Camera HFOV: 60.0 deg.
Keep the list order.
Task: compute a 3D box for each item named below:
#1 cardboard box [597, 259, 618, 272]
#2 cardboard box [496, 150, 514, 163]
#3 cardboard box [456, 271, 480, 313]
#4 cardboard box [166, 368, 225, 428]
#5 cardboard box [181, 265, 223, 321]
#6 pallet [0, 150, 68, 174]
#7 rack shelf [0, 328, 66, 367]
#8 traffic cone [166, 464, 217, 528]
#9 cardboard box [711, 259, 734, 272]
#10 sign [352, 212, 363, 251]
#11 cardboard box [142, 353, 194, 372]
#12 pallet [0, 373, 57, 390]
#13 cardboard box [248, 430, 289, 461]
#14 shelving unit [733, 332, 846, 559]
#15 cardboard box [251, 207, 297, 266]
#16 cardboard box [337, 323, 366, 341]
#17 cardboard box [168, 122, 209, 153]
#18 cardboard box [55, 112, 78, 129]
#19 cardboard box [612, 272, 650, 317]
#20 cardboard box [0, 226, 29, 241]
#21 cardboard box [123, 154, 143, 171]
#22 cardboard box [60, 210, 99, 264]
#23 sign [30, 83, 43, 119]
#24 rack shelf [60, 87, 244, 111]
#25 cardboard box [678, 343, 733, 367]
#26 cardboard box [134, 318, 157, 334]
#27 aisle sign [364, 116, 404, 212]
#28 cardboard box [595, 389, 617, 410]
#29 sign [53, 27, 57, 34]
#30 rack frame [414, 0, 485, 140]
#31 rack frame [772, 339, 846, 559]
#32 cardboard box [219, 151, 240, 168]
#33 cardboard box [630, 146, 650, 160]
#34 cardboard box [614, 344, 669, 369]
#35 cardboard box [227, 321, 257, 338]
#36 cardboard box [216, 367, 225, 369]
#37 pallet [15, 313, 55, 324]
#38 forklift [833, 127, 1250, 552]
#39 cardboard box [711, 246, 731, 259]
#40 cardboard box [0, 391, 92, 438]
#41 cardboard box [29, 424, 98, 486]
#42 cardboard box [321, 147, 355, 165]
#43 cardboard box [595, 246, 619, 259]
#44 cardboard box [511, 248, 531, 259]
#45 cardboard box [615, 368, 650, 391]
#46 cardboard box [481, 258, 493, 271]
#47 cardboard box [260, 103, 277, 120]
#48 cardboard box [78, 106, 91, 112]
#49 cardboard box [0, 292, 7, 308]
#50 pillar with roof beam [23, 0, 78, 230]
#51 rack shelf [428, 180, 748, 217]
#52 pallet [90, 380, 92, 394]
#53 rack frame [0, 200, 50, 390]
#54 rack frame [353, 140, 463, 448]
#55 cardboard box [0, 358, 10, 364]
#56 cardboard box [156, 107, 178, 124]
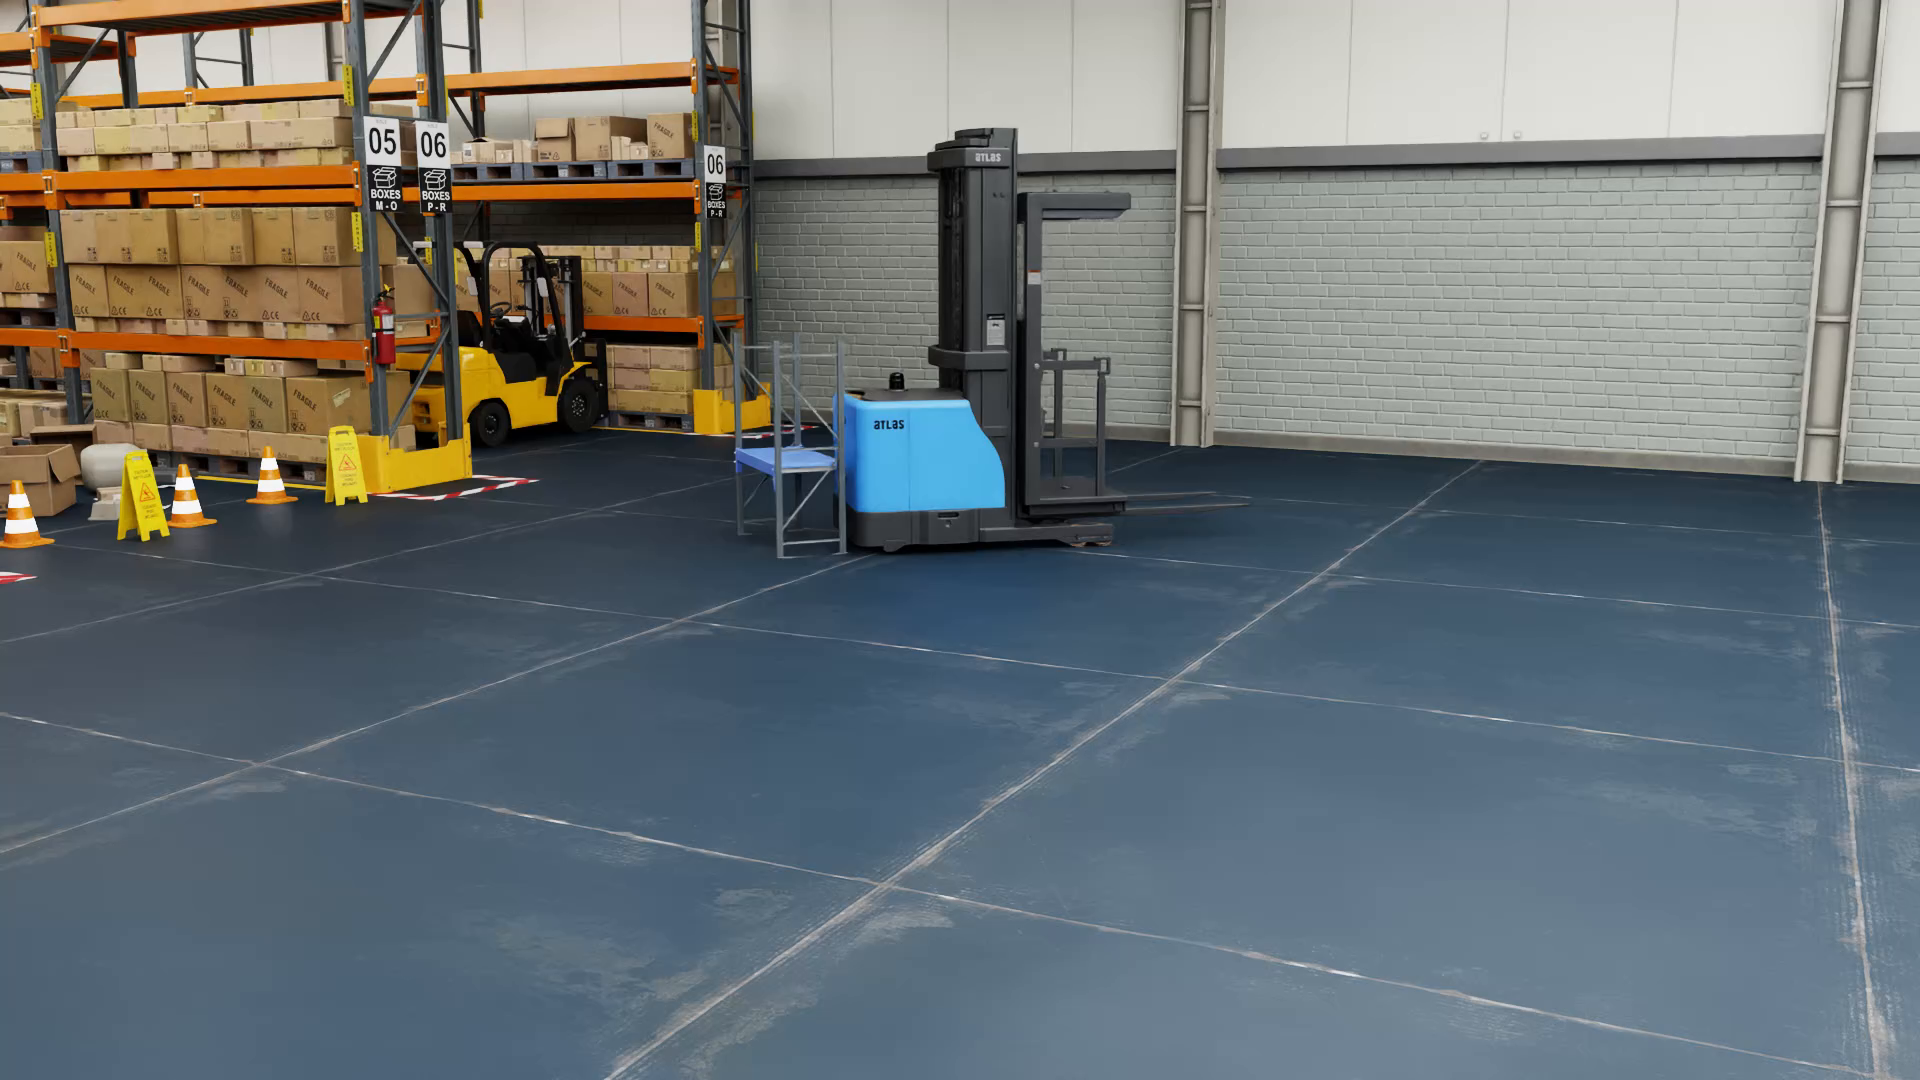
[{"bbox_3d":[-4.023,-3.203,19.403,0.250,0.149,0.380,5,11,24],"label":"cardboard box"},{"bbox_3d":[-5.292,-4.551,19.773,0.250,0.149,0.380,5,12,28],"label":"cardboard box"},{"bbox_3d":[-5.967,-3.059,20.430,0.500,0.500,0.500,5,11,24],"label":"cardboard box"},{"bbox_3d":[-7.084,-1.345,15.676,0.500,0.500,0.500,6,12,29],"label":"cardboard box"},{"bbox_3d":[-6.805,-2.296,15.377,0.500,0.500,0.500,5,11,26],"label":"cardboard box"},{"bbox_3d":[-8.949,-3.743,16.593,1.003,0.211,1.213,5,11,26],"label":"pallet"},{"bbox_3d":[-10.236,-2.097,17.416,4.000,0.370,1.077,5,11,26],"label":"rack shelf"},{"bbox_3d":[-5.998,-0.354,12.886,0.334,0.463,0.336,5,11,26],"label":"traffic cone"},{"bbox_3d":[-2.852,-3.208,19.431,0.250,0.149,0.380,5,11,24],"label":"cardboard box"},{"bbox_3d":[-5.119,-2.617,14.127,0.005,0.325,0.100,5,11,26],"label":"sign"},{"bbox_3d":[-7.486,-1.686,15.739,0.250,0.149,0.380,6,12,28],"label":"cardboard box"},{"bbox_3d":[-14.039,-2.399,24.894,1.213,0.211,1.003,5,11,26],"label":"pallet"},{"bbox_3d":[-6.161,-0.895,15.294,0.500,0.250,0.500,5,11,26],"label":"cardboard box"},{"bbox_3d":[-1.232,-0.707,11.925,0.538,1.500,1.048,-4,11,-22],"label":"shelving unit"},{"bbox_3d":[-5.861,-2.712,14.871,0.500,0.500,0.700,5,11,26],"label":"cardboard box"},{"bbox_3d":[-5.286,-1.850,14.736,0.250,0.149,0.380,5,12,28],"label":"cardboard box"},{"bbox_3d":[-6.805,-3.644,15.104,0.500,0.250,0.500,5,11,26],"label":"cardboard box"},{"bbox_3d":[-8.305,-3.961,15.740,0.250,0.149,0.380,5,11,25],"label":"cardboard box"},{"bbox_3d":[-3.681,-2.860,19.329,0.500,0.500,0.500,5,12,28],"label":"cardboard box"},{"bbox_3d":[-9.580,-3.068,16.640,0.250,0.149,0.380,5,11,24],"label":"cardboard box"},{"bbox_3d":[-7.584,-3.525,15.566,0.250,0.149,0.380,5,12,28],"label":"cardboard box"},{"bbox_3d":[-8.144,-2.912,15.973,0.500,0.500,0.700,5,11,25],"label":"cardboard box"},{"bbox_3d":[-8.685,-4.129,15.641,0.005,0.325,0.100,5,11,26],"label":"sign"},{"bbox_3d":[-11.630,-5.961,23.040,4.000,0.370,1.077,5,11,26],"label":"rack shelf"},{"bbox_3d":[-3.010,-2.185,19.616,0.500,0.250,0.500,5,11,25],"label":"cardboard box"},{"bbox_3d":[-7.595,-2.041,15.792,0.250,0.149,0.380,5,12,28],"label":"cardboard box"},{"bbox_3d":[-4.928,-3.206,14.225,0.004,0.787,0.394,5,11,26],"label":"aisle sign"},{"bbox_3d":[-4.110,-1.693,19.705,0.500,0.250,0.500,5,11,26],"label":"cardboard box"},{"bbox_3d":[-13.184,-7.296,24.206,0.005,0.325,0.100,5,11,26],"label":"sign"},{"bbox_3d":[-6.250,-6.039,20.328,0.127,3.000,1.000,5,11,26],"label":"rack frame"},{"bbox_3d":[-1.036,-0.623,11.464,0.500,1.500,0.032,-4,11,-22],"label":"rack frame"},{"bbox_3d":[-6.435,-3.420,14.985,0.250,0.149,0.380,5,11,24],"label":"cardboard box"},{"bbox_3d":[-3.540,-4.397,18.923,0.250,0.149,0.380,5,11,24],"label":"cardboard box"},{"bbox_3d":[-3.674,-2.143,19.382,0.500,0.250,0.500,5,12,27],"label":"cardboard box"},{"bbox_3d":[-6.464,-1.940,15.231,0.250,0.149,0.380,5,11,25],"label":"cardboard box"},{"bbox_3d":[-6.878,-1.433,16.160,0.500,0.500,0.500,6,12,29],"label":"cardboard box"},{"bbox_3d":[-10.236,-2.365,17.414,1.213,0.211,1.003,5,11,26],"label":"pallet"},{"bbox_3d":[0.625,-1.478,12.166,3.031,2.935,1.130,-3,11,-14],"label":"forklift"},{"bbox_3d":[-2.869,-3.347,19.363,0.250,0.149,0.380,5,11,25],"label":"cardboard box"},{"bbox_3d":[-9.560,-1.304,17.214,0.625,0.372,0.950,6,12,29],"label":"cardboard box"},{"bbox_3d":[-8.084,-0.763,15.036,0.500,0.500,0.500,-4,11,-23],"label":"cardboard box"},{"bbox_3d":[-5.299,-3.314,14.403,0.250,0.149,0.380,5,11,26],"label":"cardboard box"},{"bbox_3d":[-4.032,-3.346,19.357,0.250,0.149,0.380,5,12,27],"label":"cardboard box"},{"bbox_3d":[-5.158,-3.451,19.940,0.250,0.149,0.380,5,11,25],"label":"cardboard box"},{"bbox_3d":[-3.682,-1.901,19.448,0.500,0.250,0.500,5,11,25],"label":"cardboard box"},{"bbox_3d":[-5.601,-3.352,20.225,0.250,0.149,0.380,5,11,26],"label":"cardboard box"},{"bbox_3d":[-5.945,-3.775,14.707,0.250,0.149,0.380,5,11,26],"label":"cardboard box"},{"bbox_3d":[-9.241,-4.296,16.961,0.500,0.250,0.500,5,11,25],"label":"cardboard box"},{"bbox_3d":[-9.502,-2.411,16.657,0.250,0.149,0.380,5,11,25],"label":"cardboard box"},{"bbox_3d":[-15.554,-6.180,21.111,0.400,9.000,9.100,5,11,26],"label":"pillar with roof beam"},{"bbox_3d":[-4.456,-4.051,19.789,4.000,0.370,1.077,5,11,26],"label":"rack shelf"},{"bbox_3d":[-11.580,-2.191,23.743,1.213,0.211,1.003,5,11,26],"label":"pallet"},{"bbox_3d":[-13.424,-3.717,24.346,0.127,3.000,1.000,5,11,26],"label":"rack frame"},{"bbox_3d":[-4.856,-1.978,14.739,0.127,3.000,1.000,5,11,26],"label":"rack frame"},{"bbox_3d":[-14.374,-2.604,24.691,0.258,0.266,0.396,5,12,28],"label":"cardboard box"},{"bbox_3d":[-7.112,-3.868,15.221,0.250,0.149,0.380,5,11,25],"label":"cardboard box"}]
